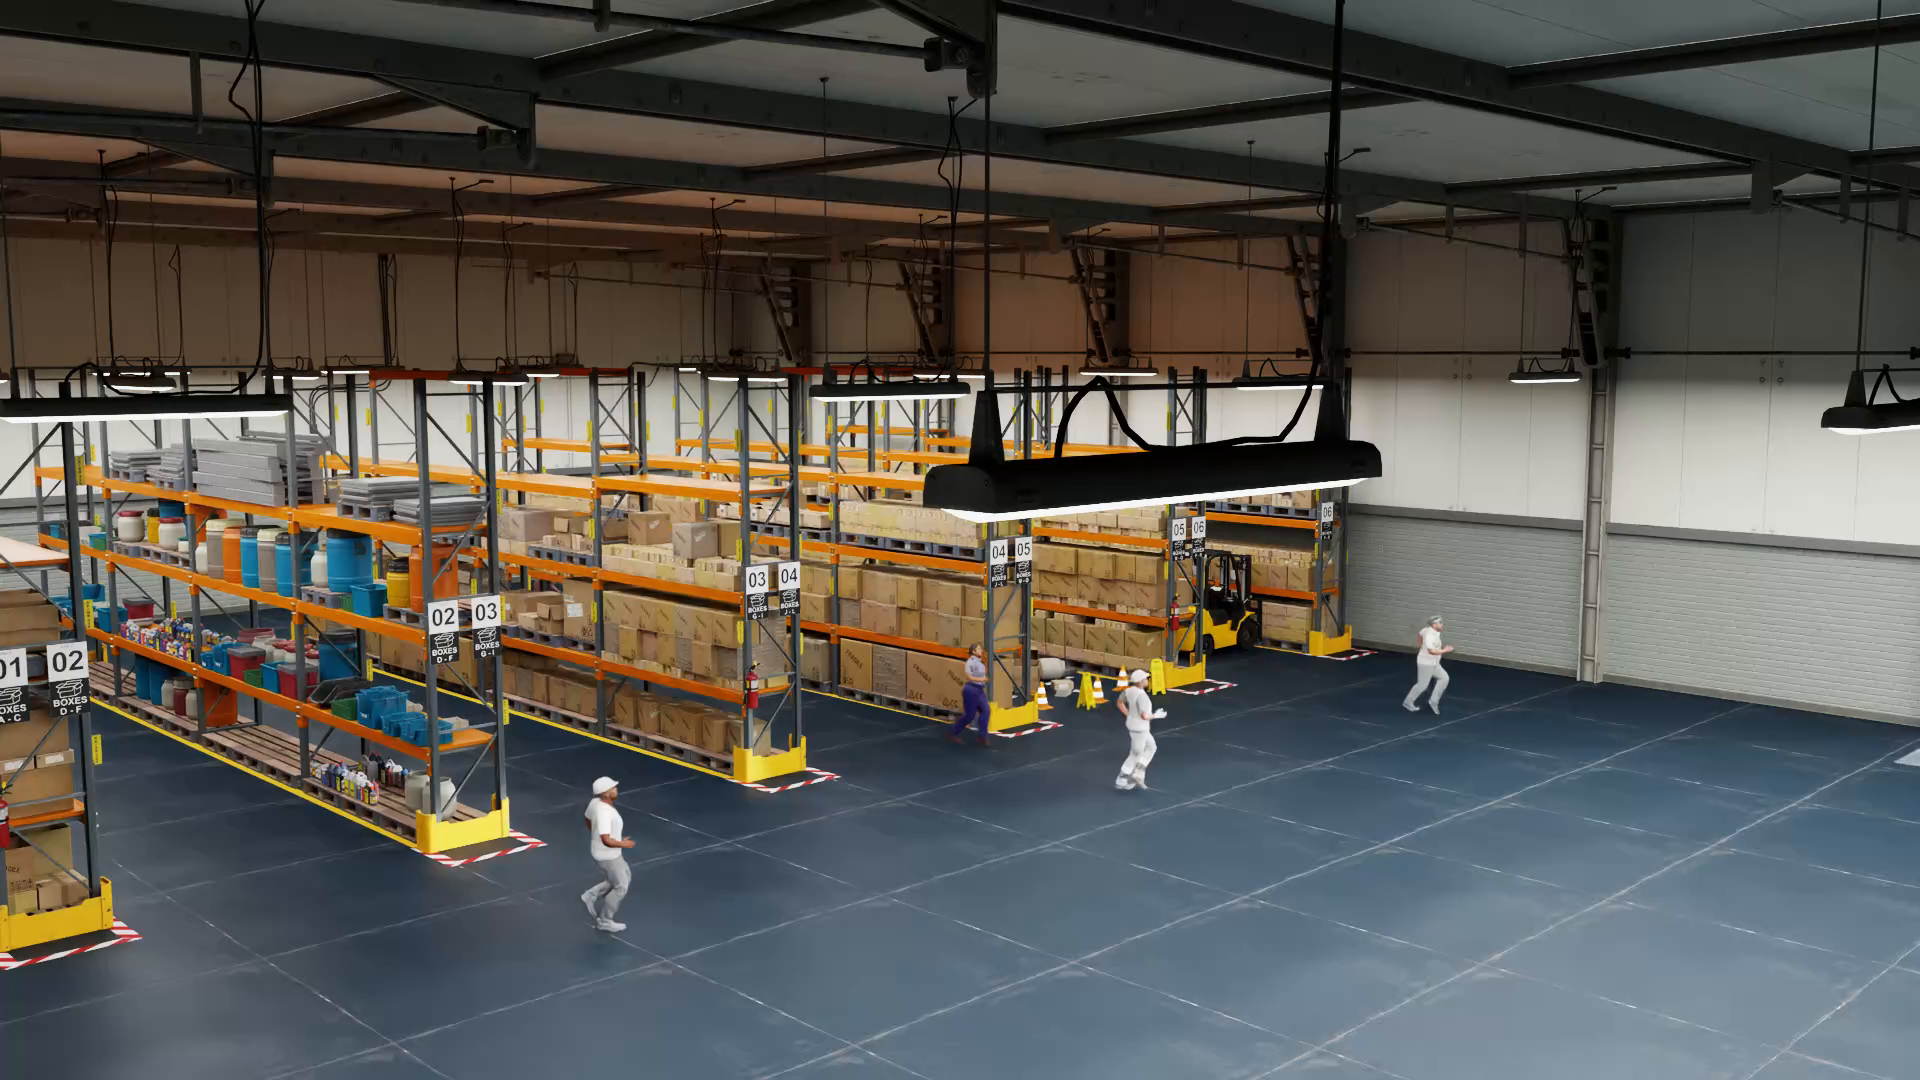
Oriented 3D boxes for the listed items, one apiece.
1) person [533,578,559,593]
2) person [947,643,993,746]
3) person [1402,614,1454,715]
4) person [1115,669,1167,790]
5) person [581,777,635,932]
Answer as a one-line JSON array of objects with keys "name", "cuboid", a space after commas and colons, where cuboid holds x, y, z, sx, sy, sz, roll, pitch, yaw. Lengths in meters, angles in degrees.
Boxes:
[{"name": "person", "cuboid": [-10.238, 0.872, 41.026, 0.868, 1.684, 0.611, 0, 6, 0]}, {"name": "person", "cuboid": [0.179, 2.508, 26.861, 0.749, 1.706, 0.640, 2, 7, 13]}, {"name": "person", "cuboid": [8.199, 2.182, 29.108, 0.853, 1.805, 0.689, 3, 7, 23]}, {"name": "person", "cuboid": [2.591, 2.754, 23.936, 0.733, 1.814, 0.628, -1, 7, -9]}, {"name": "person", "cuboid": [-3.862, 3.428, 18.189, 0.558, 1.720, 0.760, -3, 7, -22]}]
